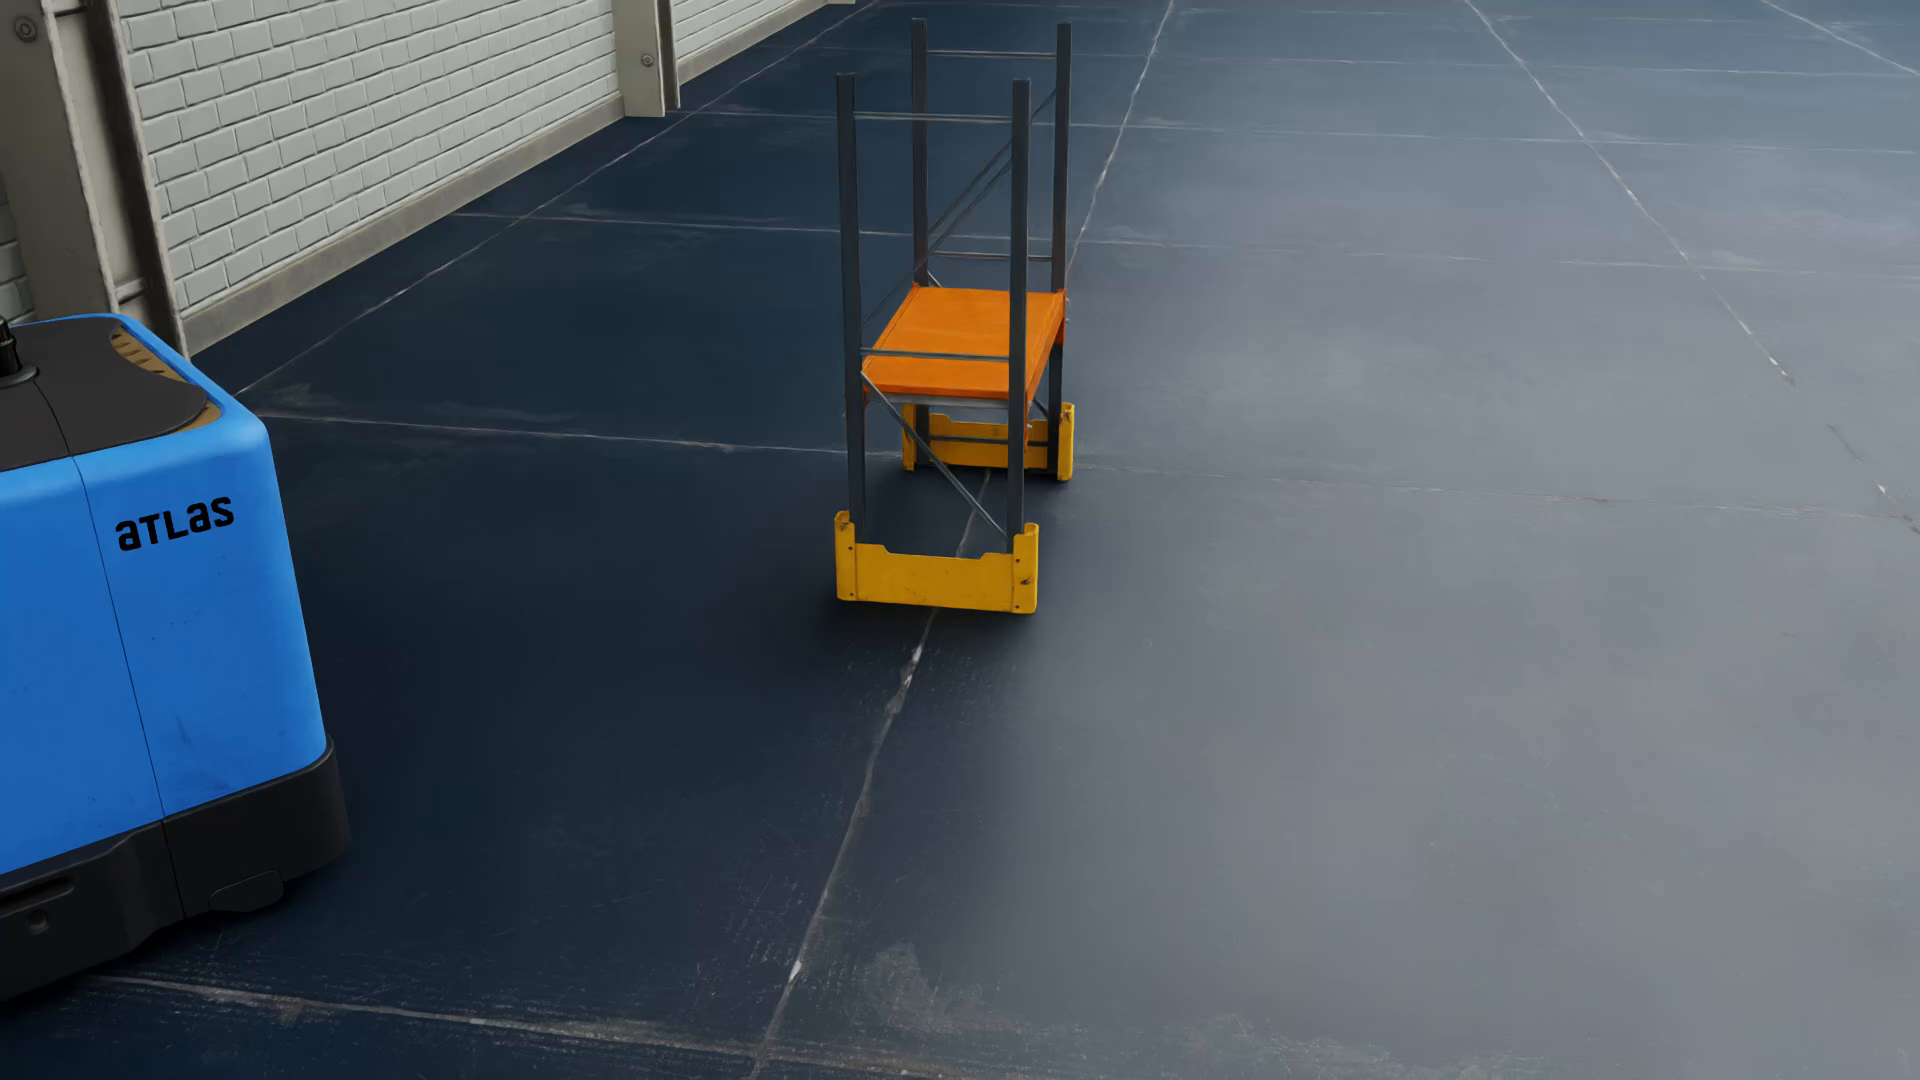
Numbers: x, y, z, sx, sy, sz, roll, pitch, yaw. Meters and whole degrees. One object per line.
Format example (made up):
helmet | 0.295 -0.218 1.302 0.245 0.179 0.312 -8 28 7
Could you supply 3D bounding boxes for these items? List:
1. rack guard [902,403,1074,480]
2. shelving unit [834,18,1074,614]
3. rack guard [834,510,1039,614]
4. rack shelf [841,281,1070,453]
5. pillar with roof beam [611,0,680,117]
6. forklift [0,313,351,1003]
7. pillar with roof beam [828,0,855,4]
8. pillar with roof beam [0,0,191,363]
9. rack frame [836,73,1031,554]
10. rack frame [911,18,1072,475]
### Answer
rack guard | 0.094 -0.353 5.710 0.587 0.250 0.087 4 25 9
shelving unit | 0.012 -0.711 5.000 0.587 1.500 1.083 4 25 9
rack guard | -0.069 0.063 4.820 0.587 0.250 0.087 4 25 9
rack shelf | 0.014 -0.552 5.085 0.538 0.185 1.000 4 25 9
pillar with roof beam | 2.074 -6.792 9.146 9.100 9.000 0.400 4 25 9
forklift | -2.799 -0.347 2.535 3.031 2.935 1.130 -19 31 -35
pillar with roof beam | 3.054 -9.301 14.507 9.100 9.000 0.400 4 25 9
pillar with roof beam | 1.093 -4.283 3.784 9.100 9.000 0.400 4 25 9
rack frame | -0.069 -0.502 4.554 0.500 1.500 0.032 4 25 9
rack frame | 0.097 -0.928 5.462 0.500 1.500 0.032 4 25 9
